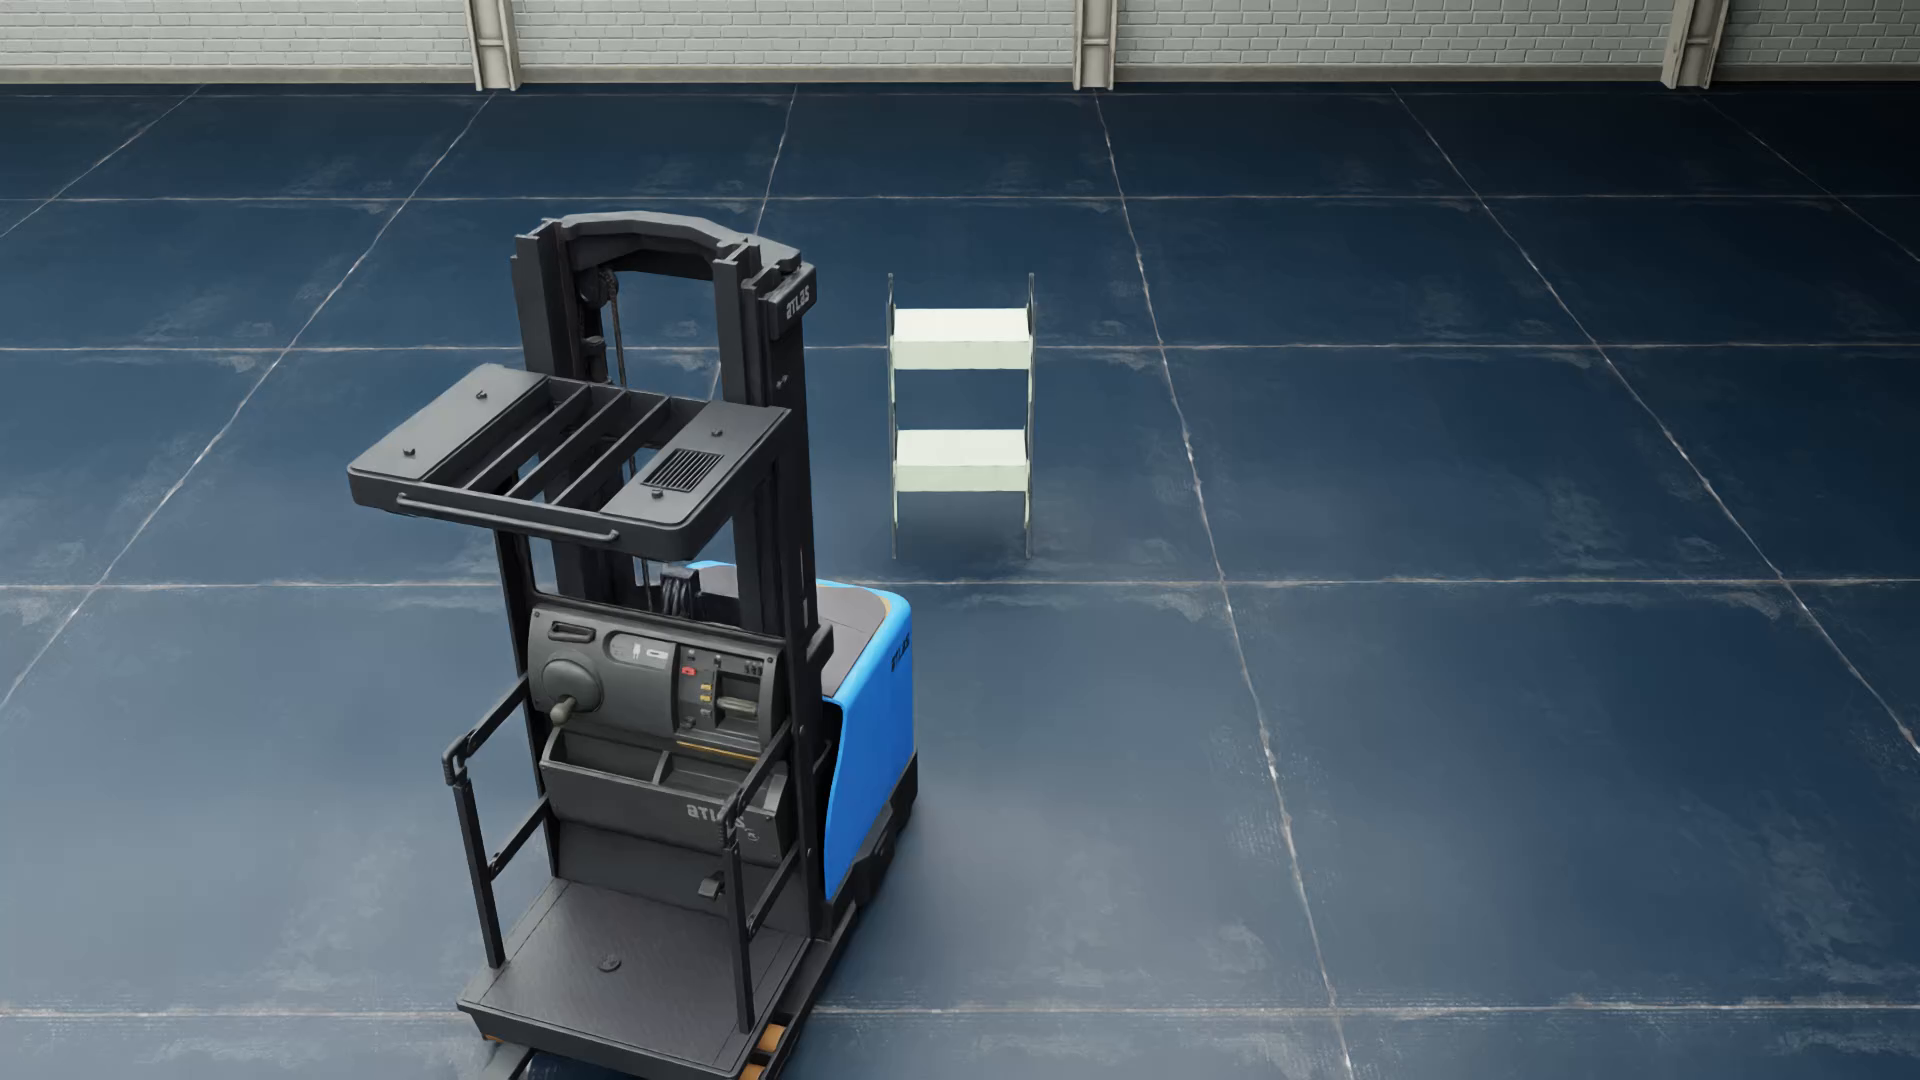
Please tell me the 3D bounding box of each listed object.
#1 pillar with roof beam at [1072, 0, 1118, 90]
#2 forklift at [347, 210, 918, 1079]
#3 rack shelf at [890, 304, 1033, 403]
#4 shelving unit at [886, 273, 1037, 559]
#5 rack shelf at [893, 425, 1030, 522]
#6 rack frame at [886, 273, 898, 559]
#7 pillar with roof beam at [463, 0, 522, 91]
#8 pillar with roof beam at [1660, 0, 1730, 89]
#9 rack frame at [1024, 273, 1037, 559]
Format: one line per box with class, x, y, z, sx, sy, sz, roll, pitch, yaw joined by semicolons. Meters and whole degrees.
pillar with roof beam;1.372;-6.220;10.827;0.400;9.000;9.100;0;31;0
forklift;-1.125;0.537;5.539;1.130;2.935;3.031;10;33;15
rack shelf;0.007;-0.975;8.659;0.720;0.370;0.431;0;31;0
shelving unit;0.007;-0.641;8.861;0.755;1.500;0.431;0;31;0
rack shelf;0.007;-0.363;9.030;0.720;0.370;0.431;0;31;0
rack frame;-0.359;-0.640;8.859;0.023;1.500;0.400;0;31;0
pillar with roof beam;-4.627;-6.202;10.796;0.400;9.000;9.100;0;31;0
pillar with roof beam;7.372;-6.239;10.858;0.400;9.000;9.100;0;31;0
rack frame;0.373;-0.642;8.863;0.023;1.500;0.400;0;31;0
